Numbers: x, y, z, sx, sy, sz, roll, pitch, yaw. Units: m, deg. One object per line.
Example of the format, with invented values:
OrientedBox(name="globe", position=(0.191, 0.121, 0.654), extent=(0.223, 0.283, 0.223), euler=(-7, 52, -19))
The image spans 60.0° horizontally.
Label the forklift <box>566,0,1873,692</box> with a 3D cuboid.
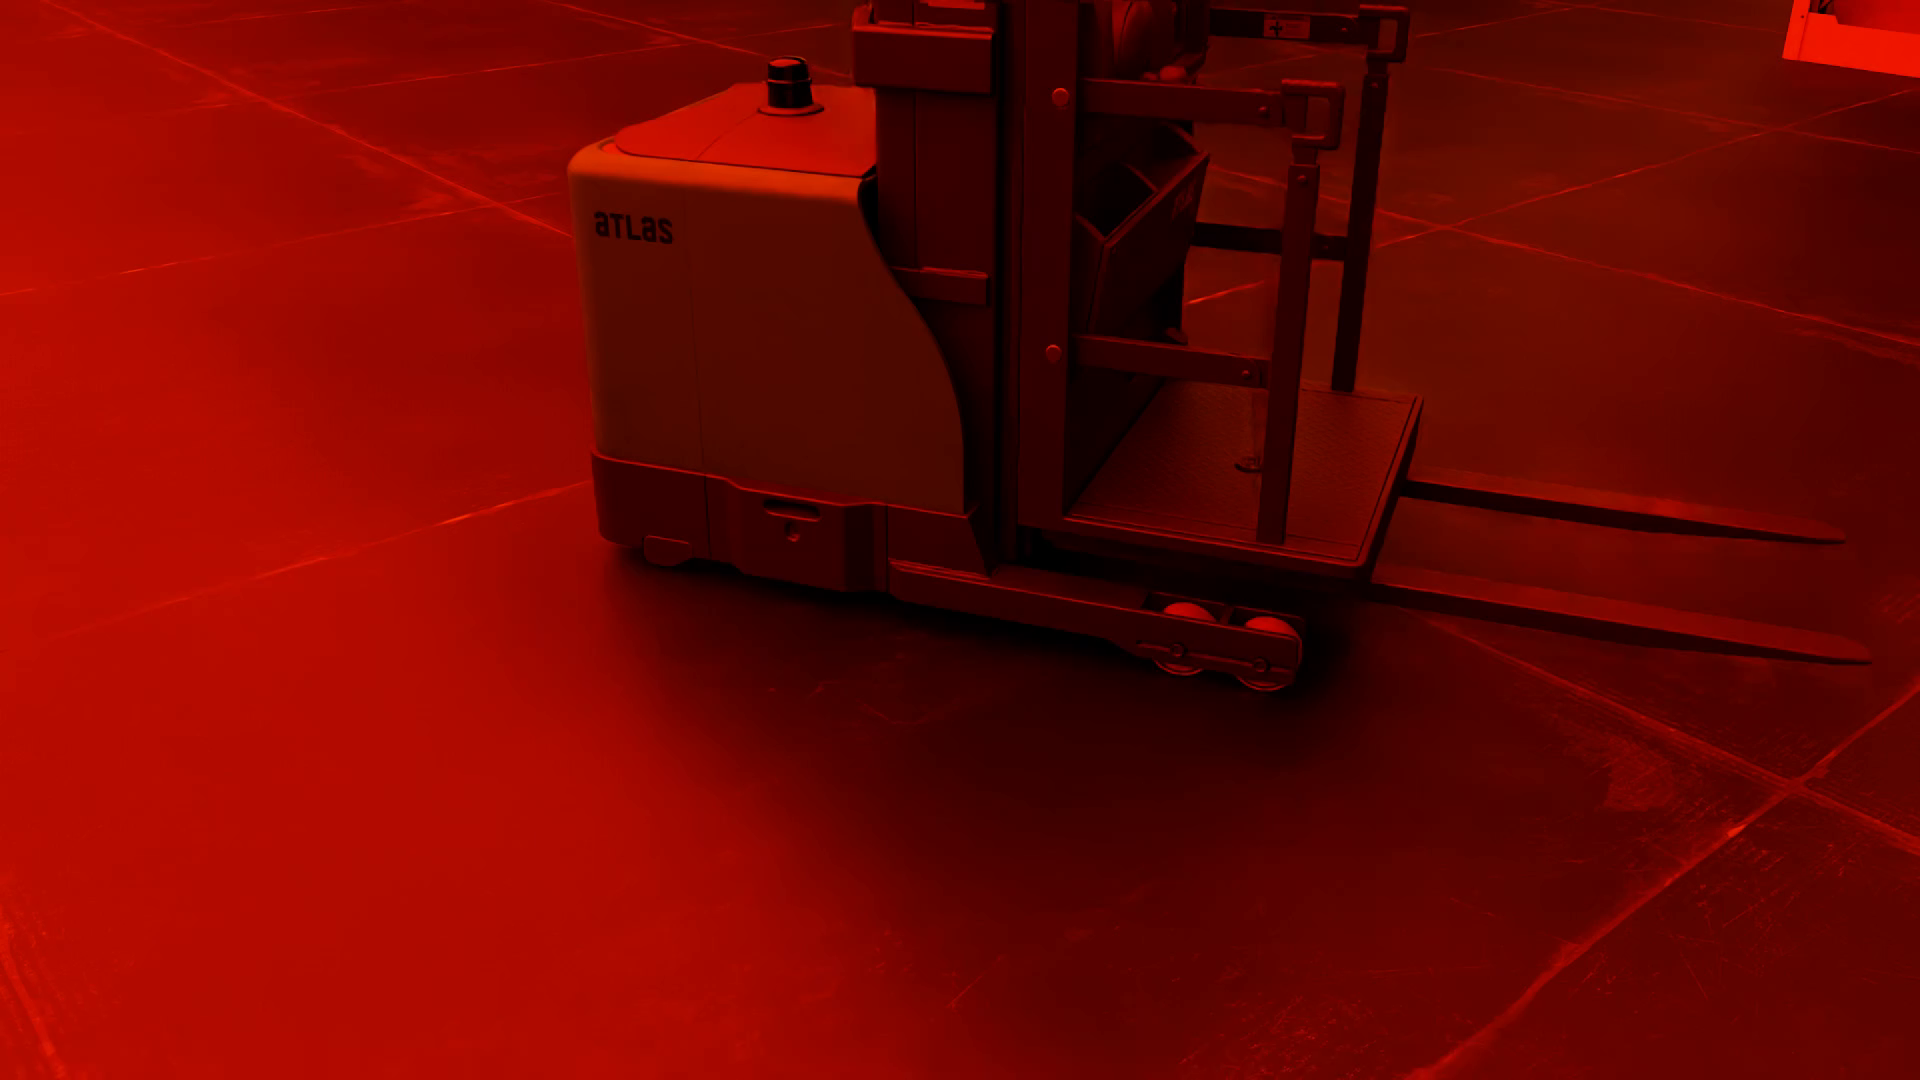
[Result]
OrientedBox(name="forklift", position=(0.614, -1.234, 3.691), extent=(3.031, 2.935, 1.130), euler=(10, 28, 19))
